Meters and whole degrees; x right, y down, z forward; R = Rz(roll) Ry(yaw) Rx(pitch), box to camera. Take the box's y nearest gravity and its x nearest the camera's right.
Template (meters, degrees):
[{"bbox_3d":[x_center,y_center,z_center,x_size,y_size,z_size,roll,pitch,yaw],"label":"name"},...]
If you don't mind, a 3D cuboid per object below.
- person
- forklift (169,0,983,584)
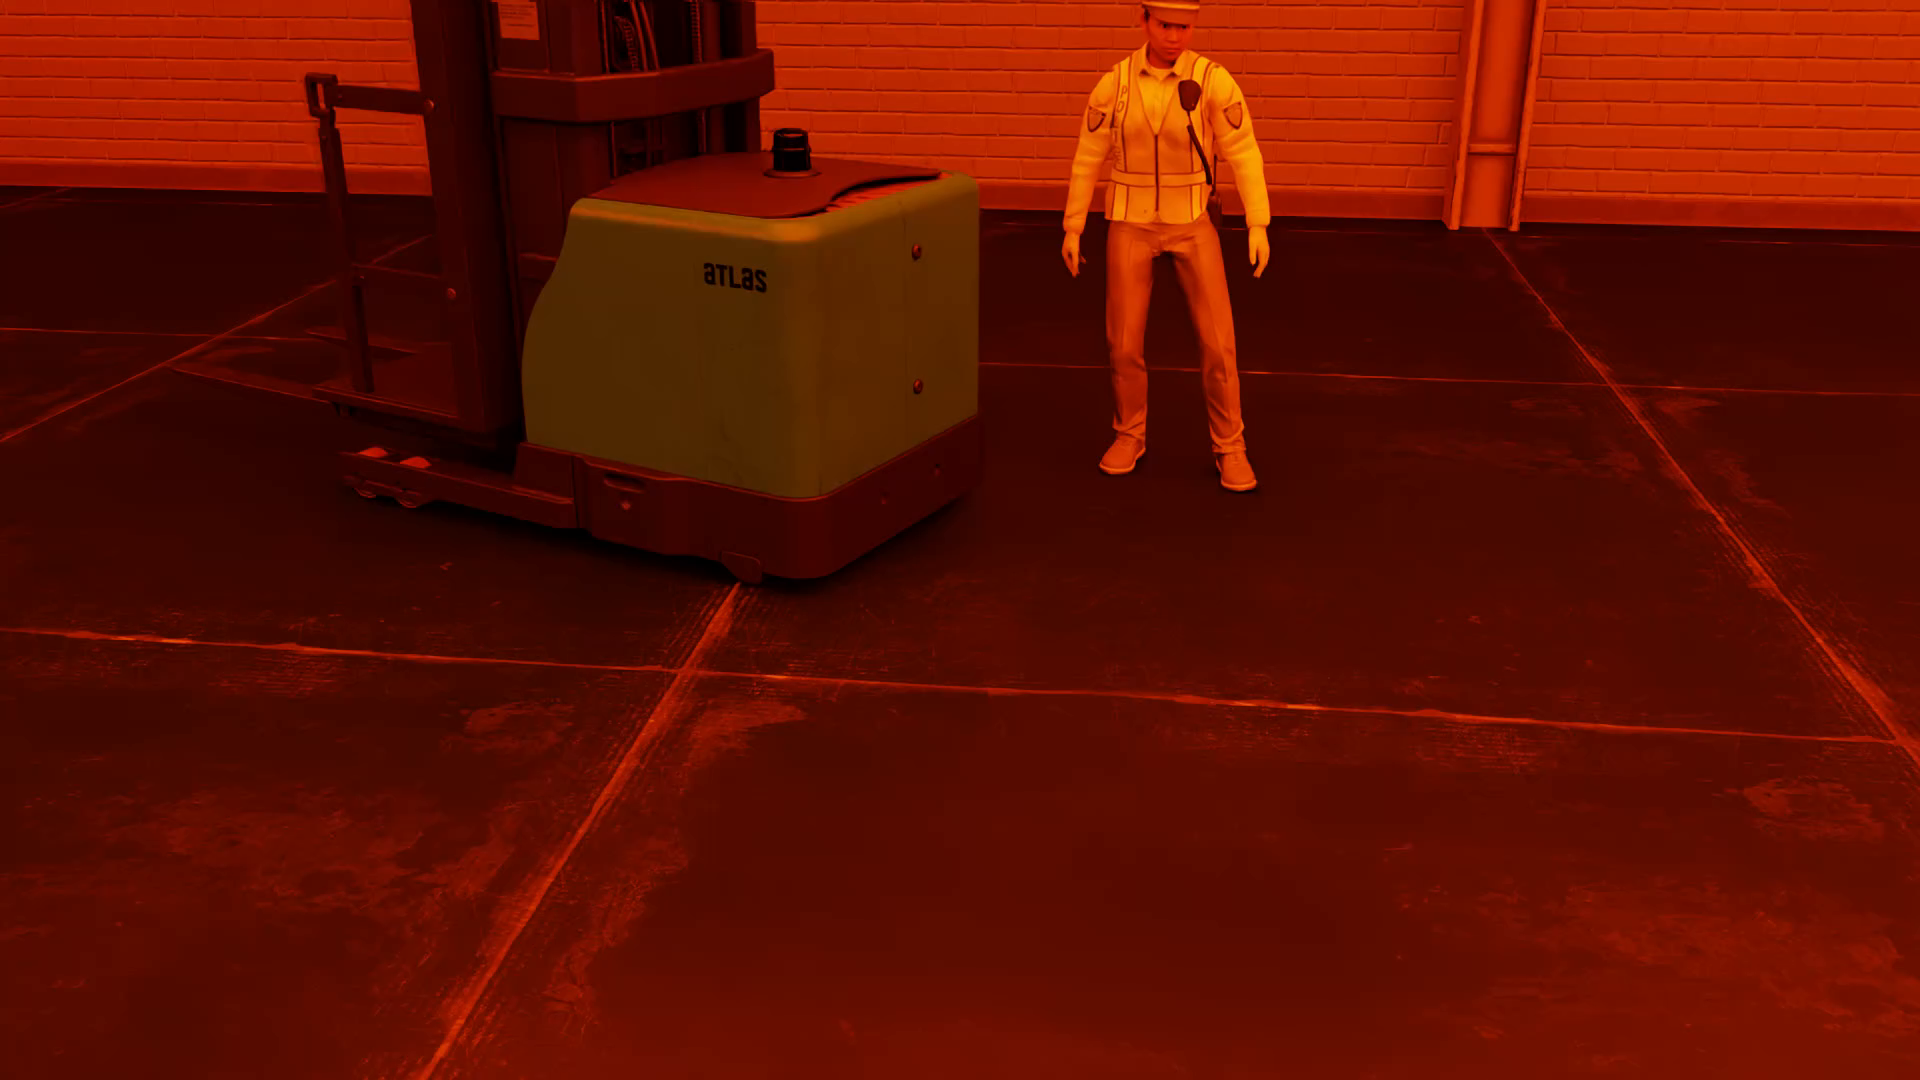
[{"bbox_3d":[0.680,-1.001,5.479,0.702,1.638,0.381,4,22,11],"label":"person"},{"bbox_3d":[-1.460,-1.619,5.273,3.031,2.935,1.130,12,25,28],"label":"forklift"}]
